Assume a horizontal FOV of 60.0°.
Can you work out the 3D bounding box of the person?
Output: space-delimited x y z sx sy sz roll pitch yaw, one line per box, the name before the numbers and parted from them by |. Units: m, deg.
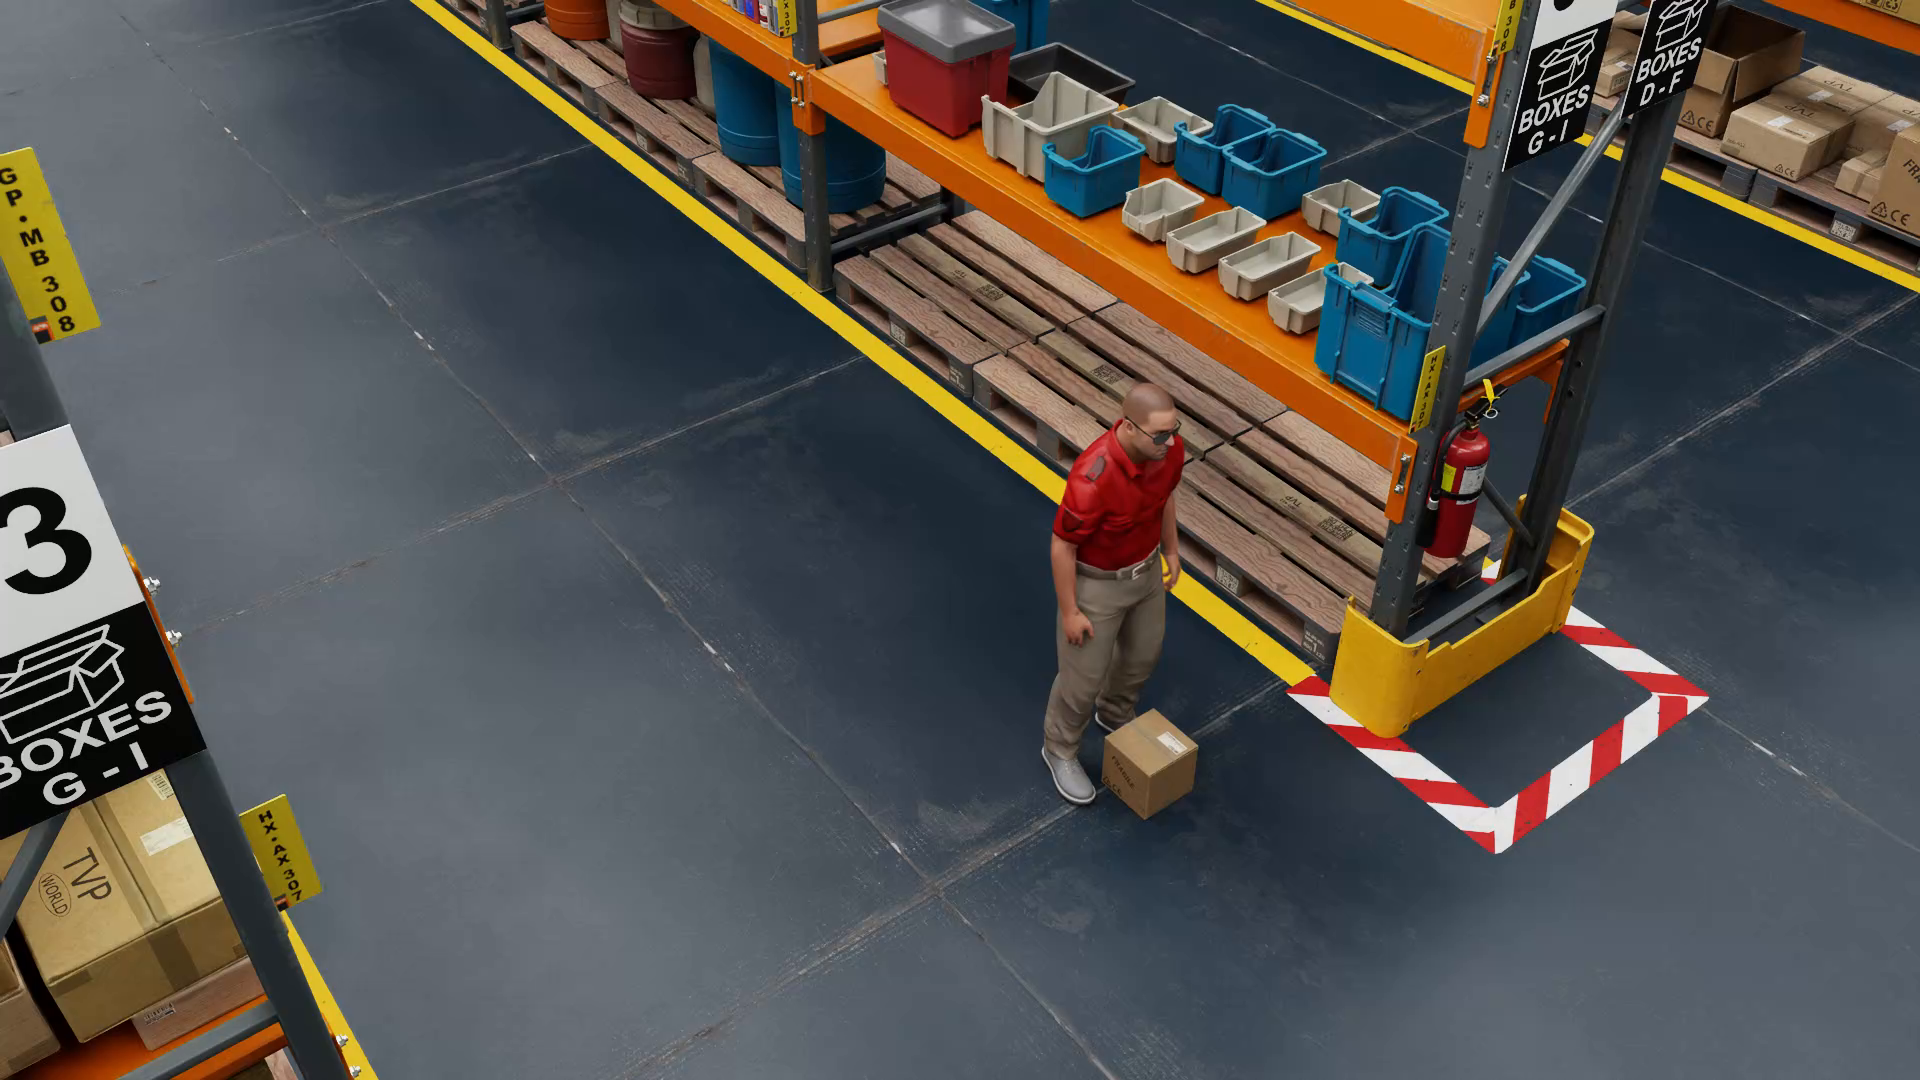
person | 0.563 0.152 5.985 0.606 1.727 0.388 -29 48 -30
